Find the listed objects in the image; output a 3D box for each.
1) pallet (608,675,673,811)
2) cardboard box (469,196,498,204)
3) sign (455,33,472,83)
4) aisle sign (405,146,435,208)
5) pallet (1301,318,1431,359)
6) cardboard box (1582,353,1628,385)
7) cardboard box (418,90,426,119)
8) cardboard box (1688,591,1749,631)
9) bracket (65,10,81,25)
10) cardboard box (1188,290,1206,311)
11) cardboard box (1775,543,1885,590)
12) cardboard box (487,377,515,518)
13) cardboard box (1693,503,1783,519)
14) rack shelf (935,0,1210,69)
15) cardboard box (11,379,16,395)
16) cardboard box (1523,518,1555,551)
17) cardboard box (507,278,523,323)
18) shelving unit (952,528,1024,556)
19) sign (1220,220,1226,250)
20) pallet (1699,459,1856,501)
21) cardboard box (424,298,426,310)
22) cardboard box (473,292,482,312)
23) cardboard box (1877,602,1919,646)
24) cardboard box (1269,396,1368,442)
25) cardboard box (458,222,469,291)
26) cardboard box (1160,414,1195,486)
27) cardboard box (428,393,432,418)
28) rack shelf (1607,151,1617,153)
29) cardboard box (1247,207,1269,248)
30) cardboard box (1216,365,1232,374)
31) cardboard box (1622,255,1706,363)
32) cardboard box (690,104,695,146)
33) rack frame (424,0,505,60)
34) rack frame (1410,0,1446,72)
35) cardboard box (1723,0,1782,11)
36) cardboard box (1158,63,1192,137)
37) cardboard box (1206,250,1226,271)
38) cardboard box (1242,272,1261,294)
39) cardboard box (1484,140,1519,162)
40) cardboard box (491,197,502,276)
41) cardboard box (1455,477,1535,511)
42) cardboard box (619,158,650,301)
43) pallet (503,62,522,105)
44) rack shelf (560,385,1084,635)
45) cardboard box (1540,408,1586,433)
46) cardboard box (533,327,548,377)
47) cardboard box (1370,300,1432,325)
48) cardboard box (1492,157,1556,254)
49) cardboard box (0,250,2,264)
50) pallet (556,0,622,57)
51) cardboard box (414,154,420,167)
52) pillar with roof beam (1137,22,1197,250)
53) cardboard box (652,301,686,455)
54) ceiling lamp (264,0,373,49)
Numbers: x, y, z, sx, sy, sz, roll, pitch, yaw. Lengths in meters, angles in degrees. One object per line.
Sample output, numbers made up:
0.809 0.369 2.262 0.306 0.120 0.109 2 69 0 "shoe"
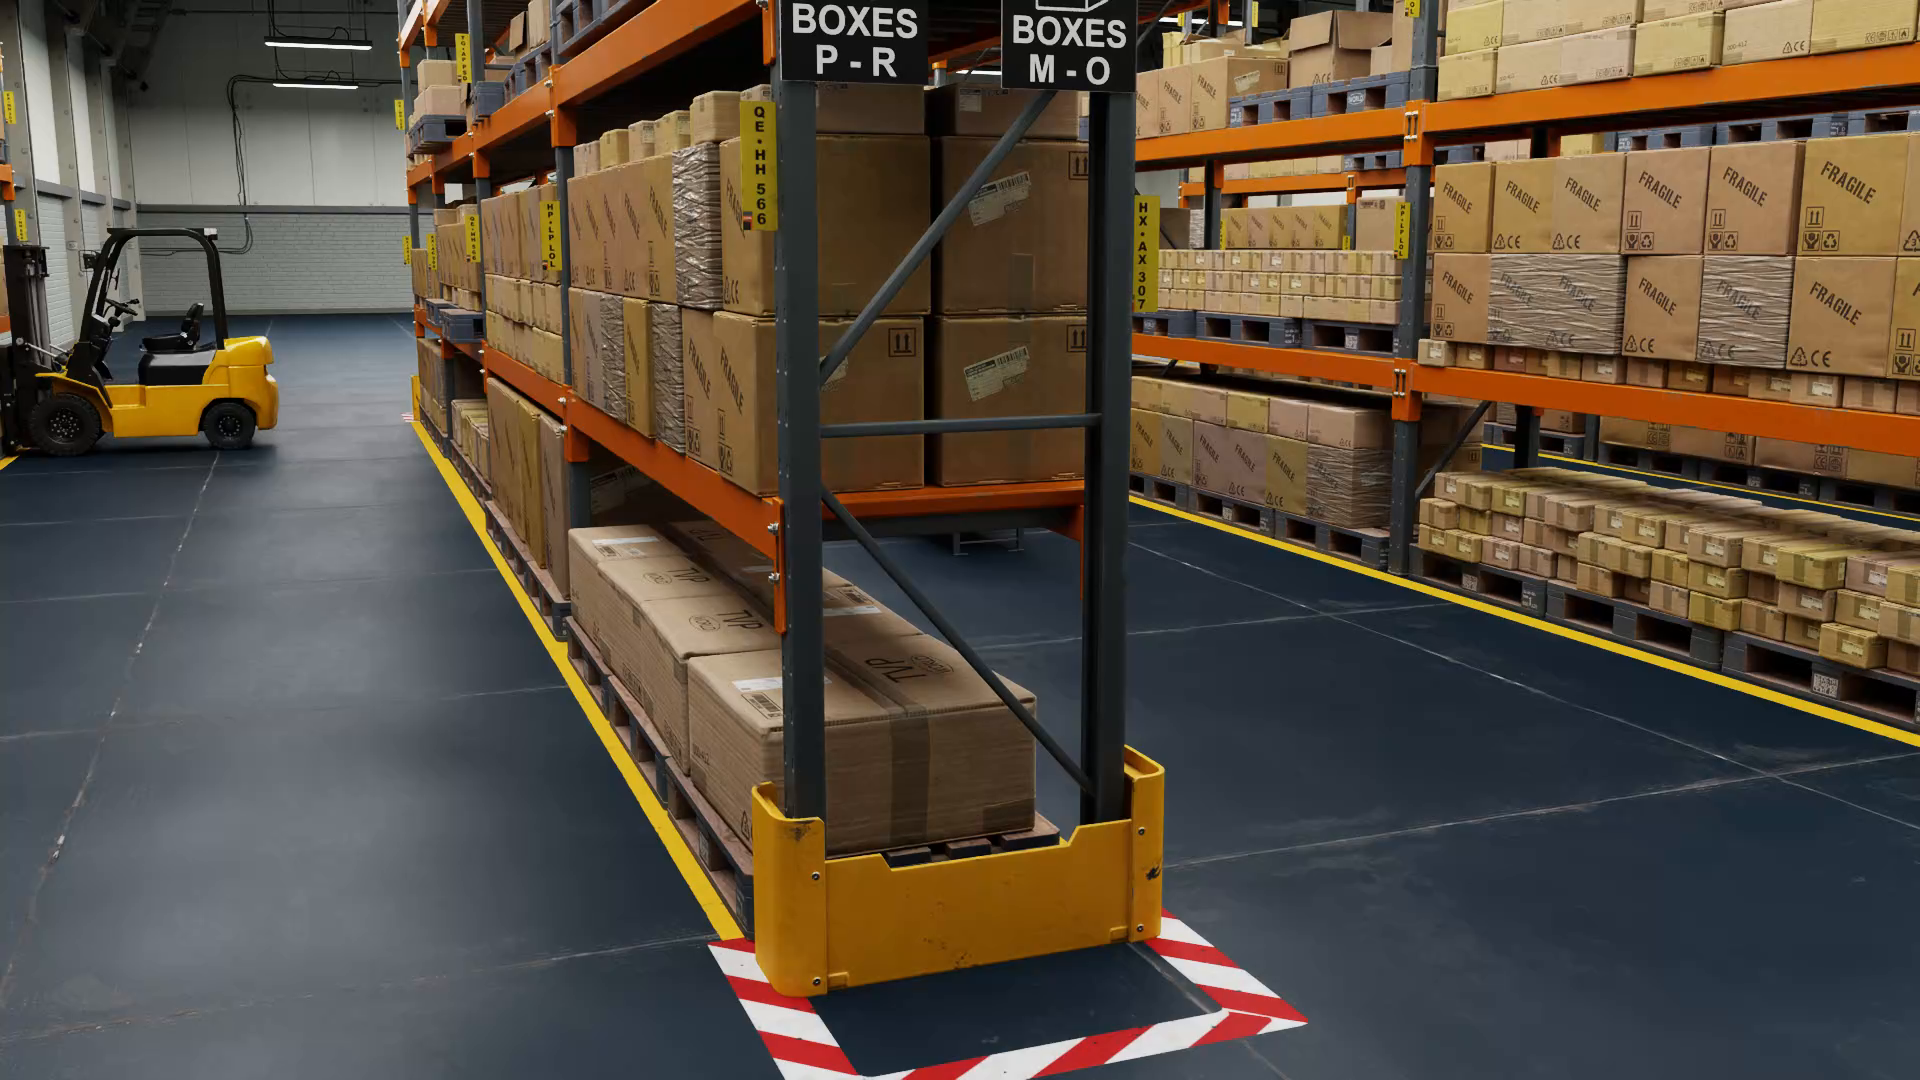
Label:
-0.804 0.740 6.655 1.003 0.211 1.213 -4 11 -21 "pallet"
-4.309 -3.040 15.957 0.700 0.500 0.500 -4 11 -21 "cardboard box"
-3.409 -3.311 11.428 0.100 0.325 0.005 -4 11 -21 "sign"
-6.113 -4.190 18.988 0.394 0.787 0.004 -4 11 -21 "aisle sign"
2.983 -1.331 10.886 1.003 0.211 1.213 -4 11 -21 "pallet"
3.444 -0.889 8.571 0.380 0.149 0.250 -3 11 -18 "cardboard box"
-4.329 -3.673 14.168 0.500 0.250 0.500 -4 11 -22 "cardboard box"
3.733 0.324 7.974 0.380 0.149 0.250 -4 11 -23 "cardboard box"
-17.055 -10.052 31.957 0.235 0.232 0.430 -4 11 -21 "bracket"
1.943 -1.810 12.549 0.380 0.149 0.250 -3 11 -18 "cardboard box"
3.896 0.116 7.445 0.380 0.149 0.250 -4 11 -22 "cardboard box"
-2.729 -0.657 11.414 0.875 0.875 0.875 -4 11 -21 "cardboard box"
4.025 -0.090 8.606 0.380 0.149 0.250 -4 11 -21 "cardboard box"
0.950 -4.674 15.195 1.077 0.370 4.000 -4 11 -21 "rack shelf"
-9.580 -1.478 16.390 0.500 0.250 0.500 -4 11 -22 "cardboard box"
3.350 -0.044 9.197 0.380 0.149 0.250 -4 11 -24 "cardboard box"
-2.422 -1.438 9.938 0.500 0.250 0.500 -4 11 -20 "cardboard box"
0.002 -0.553 11.315 0.538 1.125 1.048 -4 11 -21 "shelving unit"
2.177 -2.512 13.895 0.100 0.325 0.005 -4 11 -21 "sign"
6.988 -0.538 13.840 1.003 0.211 1.213 -4 11 -21 "pallet"
-5.572 -2.554 17.932 0.380 0.149 0.250 -4 11 -19 "cardboard box"
-3.405 -1.775 12.350 0.380 0.149 0.250 -4 11 -20 "cardboard box"
4.116 0.344 7.015 0.380 0.149 0.250 -4 11 -22 "cardboard box"
2.445 -0.827 11.303 0.500 0.250 0.500 -3 11 -18 "cardboard box"
-3.524 -2.157 12.645 0.500 0.500 0.500 -4 11 -22 "cardboard box"
1.879 -0.707 12.769 0.500 0.500 0.500 -4 11 -20 "cardboard box"
-5.379 -1.451 17.667 0.500 0.250 0.500 -3 11 -17 "cardboard box"
7.059 -3.039 13.429 1.077 0.370 4.000 -4 11 -21 "rack shelf"
3.925 -3.885 20.704 0.500 0.500 0.500 -4 11 -21 "cardboard box"
3.646 -2.422 22.408 0.500 0.500 0.500 -2 10 -10 "cardboard box"
3.625 -1.140 8.129 0.500 0.500 0.500 -3 11 -18 "cardboard box"
-0.659 -1.335 5.369 0.380 0.149 0.250 -4 11 -20 "cardboard box"
-4.352 -5.220 15.073 1.000 3.000 0.127 -4 11 -21 "rack frame"
3.124 -4.245 9.591 1.000 3.000 0.127 -4 11 -21 "rack frame"
3.800 -2.514 7.424 0.500 0.250 0.500 -4 11 -20 "cardboard box"
1.822 -3.279 12.440 0.500 0.500 0.500 -4 11 -21 "cardboard box"
2.042 -2.061 12.264 0.380 0.149 0.250 -3 11 -18 "cardboard box"
2.232 -1.829 11.803 0.380 0.149 0.250 -3 11 -19 "cardboard box"
5.562 -3.870 16.475 0.500 0.250 0.500 -4 11 -19 "cardboard box"
-2.763 -1.979 10.840 0.500 0.500 0.500 -4 11 -21 "cardboard box"
3.101 -0.270 9.613 0.380 0.149 0.250 -3 11 -18 "cardboard box"
-0.973 -1.160 6.234 0.500 0.500 0.500 -4 11 -21 "cardboard box"
-2.211 -2.714 10.085 1.003 0.211 1.213 -3 11 -18 "pallet"
-0.728 -0.280 6.485 1.077 0.370 4.000 -4 11 -21 "rack shelf"
6.073 -1.337 16.252 0.700 0.500 0.500 -5 11 -24 "cardboard box"
-2.034 -1.028 9.060 0.500 0.250 0.500 -4 11 -22 "cardboard box"
2.796 -1.427 10.395 0.380 0.149 0.250 -4 11 -22 "cardboard box"
3.263 -1.807 9.023 0.500 0.500 0.500 -4 11 -23 "cardboard box"
-9.882 -2.848 16.727 0.380 0.149 0.250 -4 11 -20 "cardboard box"
-1.166 -2.260 7.248 1.003 0.211 1.213 -4 11 -21 "pallet"
-5.512 -3.987 17.424 0.380 0.149 0.250 -4 11 -20 "cardboard box"
3.461 -12.010 53.240 9.100 9.000 0.548 -4 11 -21 "pillar with roof beam"
-0.788 -0.585 5.861 0.500 0.500 0.500 -4 11 -19 "cardboard box"
-12.757 -11.341 32.816 2.000 3.185 0.800 -4 11 -21 "ceiling lamp"
